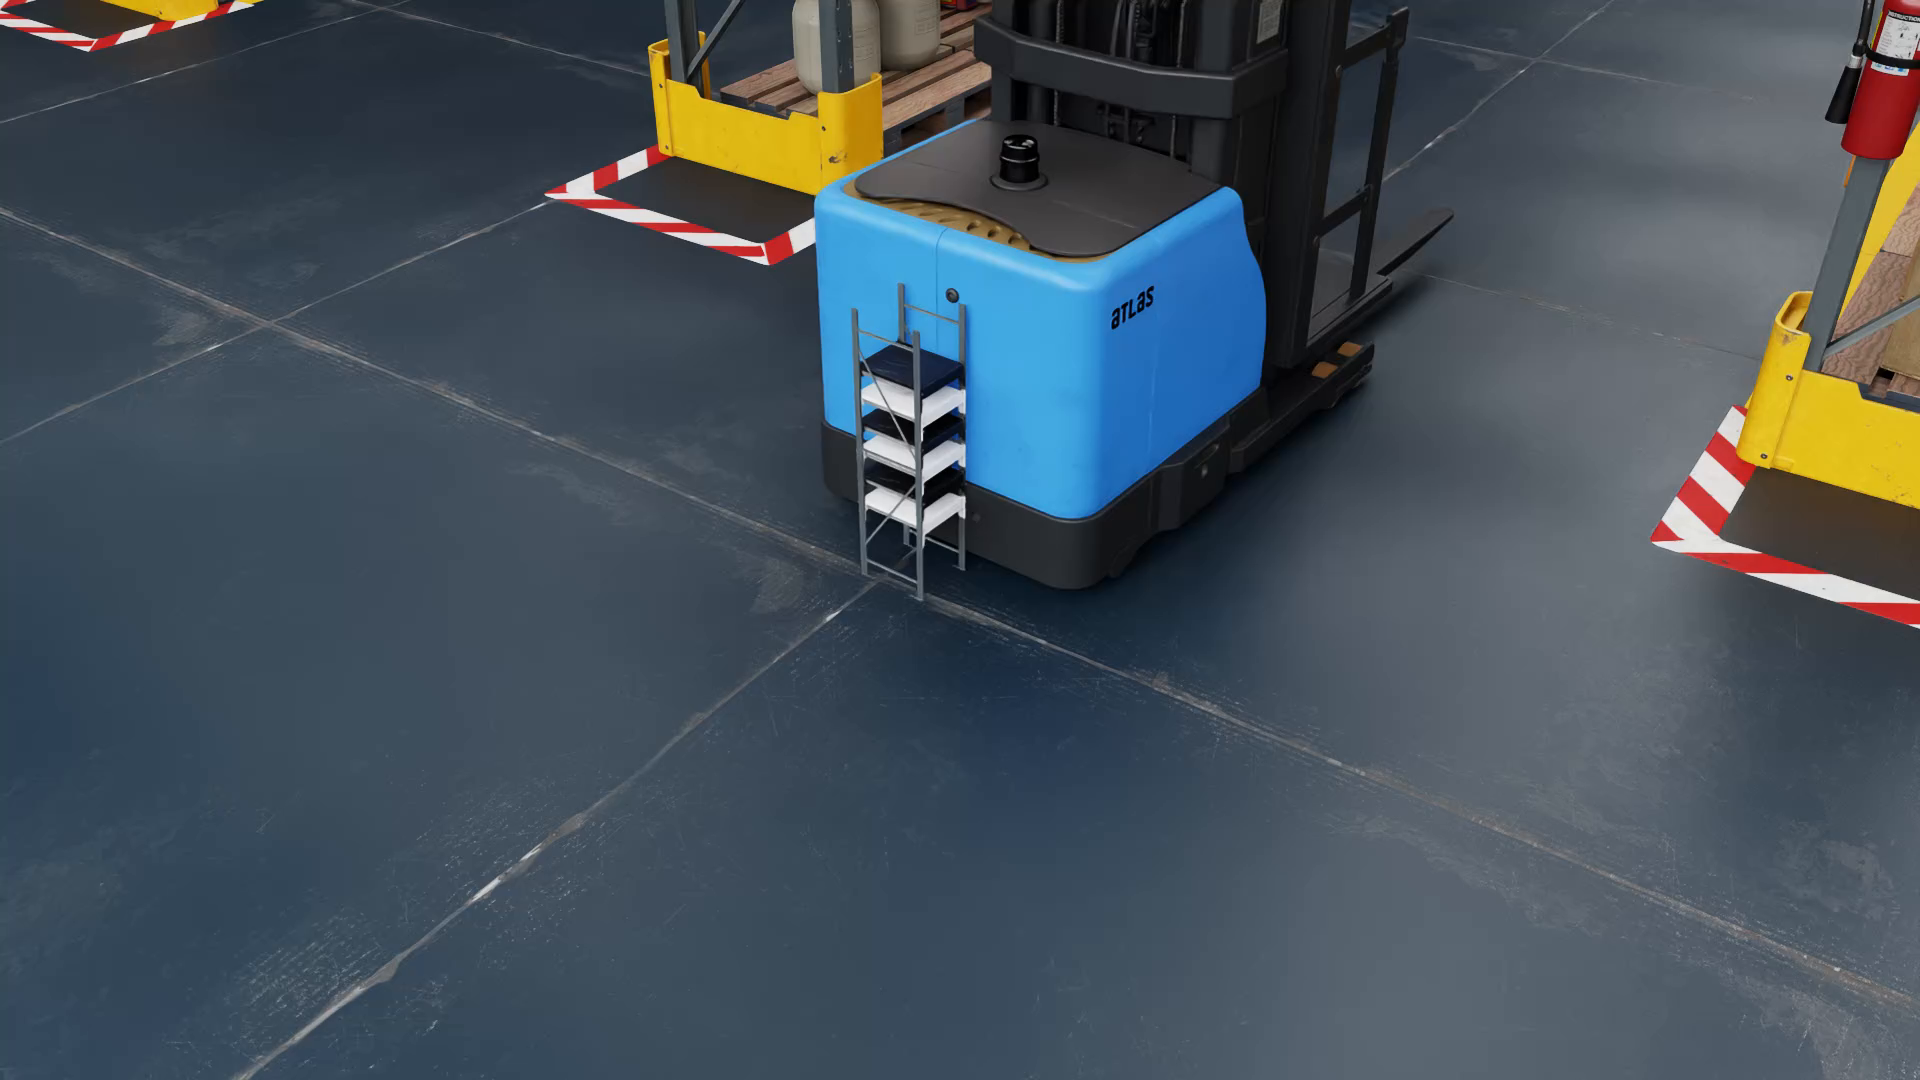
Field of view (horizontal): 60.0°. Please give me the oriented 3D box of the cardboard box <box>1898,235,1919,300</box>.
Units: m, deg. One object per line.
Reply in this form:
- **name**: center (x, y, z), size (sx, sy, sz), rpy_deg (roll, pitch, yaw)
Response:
- **cardboard box**: center (3.845, -1.087, 6.036), size (0.500, 0.500, 0.500), rpy_deg (-25, 41, -32)

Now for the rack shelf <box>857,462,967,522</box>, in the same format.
- **rack shelf**: center (-0.142, -0.170, 4.919), size (0.258, 0.077, 0.200), rpy_deg (23, 40, 30)

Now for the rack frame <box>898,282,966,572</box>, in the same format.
- **rack frame**: center (-0.080, -0.318, 4.916), size (0.240, 0.900, 0.006), rpy_deg (23, 40, 30)

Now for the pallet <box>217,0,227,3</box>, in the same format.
- **pallet**: center (-4.572, -3.756, 10.616), size (1.003, 0.211, 1.213), rpy_deg (21, 39, 28)

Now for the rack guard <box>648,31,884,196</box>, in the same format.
- **rack guard**: center (-0.902, -1.977, 7.727), size (1.175, 0.500, 0.348), rpy_deg (21, 39, 28)

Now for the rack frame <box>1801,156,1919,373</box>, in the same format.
- **rack frame**: center (3.162, -1.380, 4.613), size (1.000, 3.000, 0.127), rpy_deg (21, 39, 28)

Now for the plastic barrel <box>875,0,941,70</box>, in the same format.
- **plastic barrel**: center (-0.308, -2.664, 8.357), size (0.421, 0.512, 0.421), rpy_deg (0, 34, 0)

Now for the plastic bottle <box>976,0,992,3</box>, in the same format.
- **plastic bottle**: center (0.139, -3.110, 9.277), size (0.097, 0.201, 0.097), rpy_deg (0, 34, 0)

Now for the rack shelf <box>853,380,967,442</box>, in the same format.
- **rack shelf**: center (-0.142, -0.394, 4.767), size (0.258, 0.077, 0.200), rpy_deg (23, 40, 30)

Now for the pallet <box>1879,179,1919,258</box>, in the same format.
- **pallet**: center (4.394, -1.182, 6.809), size (1.003, 0.211, 1.213), rpy_deg (21, 39, 28)

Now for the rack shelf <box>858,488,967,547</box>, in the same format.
- **rack shelf**: center (-0.142, -0.096, 4.969), size (0.258, 0.077, 0.200), rpy_deg (23, 40, 30)

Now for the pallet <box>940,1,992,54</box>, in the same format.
- **pallet**: center (0.262, -2.788, 9.185), size (1.003, 0.211, 1.213), rpy_deg (21, 39, 28)

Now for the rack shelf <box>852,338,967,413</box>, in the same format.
- **rack shelf**: center (-0.142, -0.469, 4.717), size (0.258, 0.077, 0.200), rpy_deg (23, 40, 30)

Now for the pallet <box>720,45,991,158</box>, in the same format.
- **pallet**: center (-0.434, -2.229, 8.358), size (1.003, 0.211, 1.213), rpy_deg (21, 39, 28)

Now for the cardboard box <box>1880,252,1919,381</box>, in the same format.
- **cardboard box**: center (3.532, -0.801, 5.613), size (0.500, 0.500, 0.500), rpy_deg (-29, 43, -35)

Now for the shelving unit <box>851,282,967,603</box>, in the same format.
- **shelving unit**: center (-0.142, -0.273, 4.850), size (0.258, 0.900, 0.210), rpy_deg (23, 40, 30)

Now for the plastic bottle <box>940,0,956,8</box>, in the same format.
- **plastic bottle**: center (-0.053, -3.109, 9.208), size (0.152, 0.276, 0.135), rpy_deg (22, 40, 29)

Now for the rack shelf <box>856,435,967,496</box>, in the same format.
- **rack shelf**: center (-0.142, -0.245, 4.868), size (0.258, 0.077, 0.200), rpy_deg (23, 40, 30)

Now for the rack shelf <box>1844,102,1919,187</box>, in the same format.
- **rack shelf**: center (4.303, -2.003, 6.176), size (1.077, 0.370, 4.000), rpy_deg (21, 39, 28)

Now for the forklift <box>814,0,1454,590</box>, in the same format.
- **forklift**: center (0.853, -1.834, 5.346), size (1.130, 2.935, 3.031), rpy_deg (23, 40, 30)

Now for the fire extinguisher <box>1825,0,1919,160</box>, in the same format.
- **fire extinguisher**: center (2.718, -1.443, 4.775), size (0.296, 0.674, 0.183), rpy_deg (21, 39, 28)

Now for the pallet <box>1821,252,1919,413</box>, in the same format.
- **pallet**: center (3.698, -0.623, 5.982), size (1.003, 0.211, 1.213), rpy_deg (21, 39, 28)

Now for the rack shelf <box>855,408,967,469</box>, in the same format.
- **rack shelf**: center (-0.142, -0.319, 4.818), size (0.258, 0.077, 0.200), rpy_deg (23, 40, 30)

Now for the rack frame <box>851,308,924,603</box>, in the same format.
- **rack frame**: center (-0.204, -0.227, 4.783), size (0.240, 0.900, 0.006), rpy_deg (23, 40, 30)

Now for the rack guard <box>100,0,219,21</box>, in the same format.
- **rack guard**: center (-4.987, -3.500, 9.979), size (1.175, 0.500, 0.348), rpy_deg (21, 39, 28)

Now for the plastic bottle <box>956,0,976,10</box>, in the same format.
- **plastic bottle**: center (0.034, -3.078, 9.156), size (0.061, 0.283, 0.133), rpy_deg (21, 39, 28)

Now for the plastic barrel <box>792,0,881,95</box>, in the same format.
- **plastic barrel**: center (-0.594, -2.433, 8.016), size (0.421, 0.512, 0.421), rpy_deg (0, 34, 0)

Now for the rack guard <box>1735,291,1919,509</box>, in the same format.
- **rack guard**: center (3.206, -0.380, 5.365), size (1.175, 0.500, 0.348), rpy_deg (21, 39, 28)

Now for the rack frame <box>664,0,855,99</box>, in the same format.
- **rack frame**: center (-0.907, -2.962, 6.953), size (1.000, 3.000, 0.127), rpy_deg (21, 39, 28)
